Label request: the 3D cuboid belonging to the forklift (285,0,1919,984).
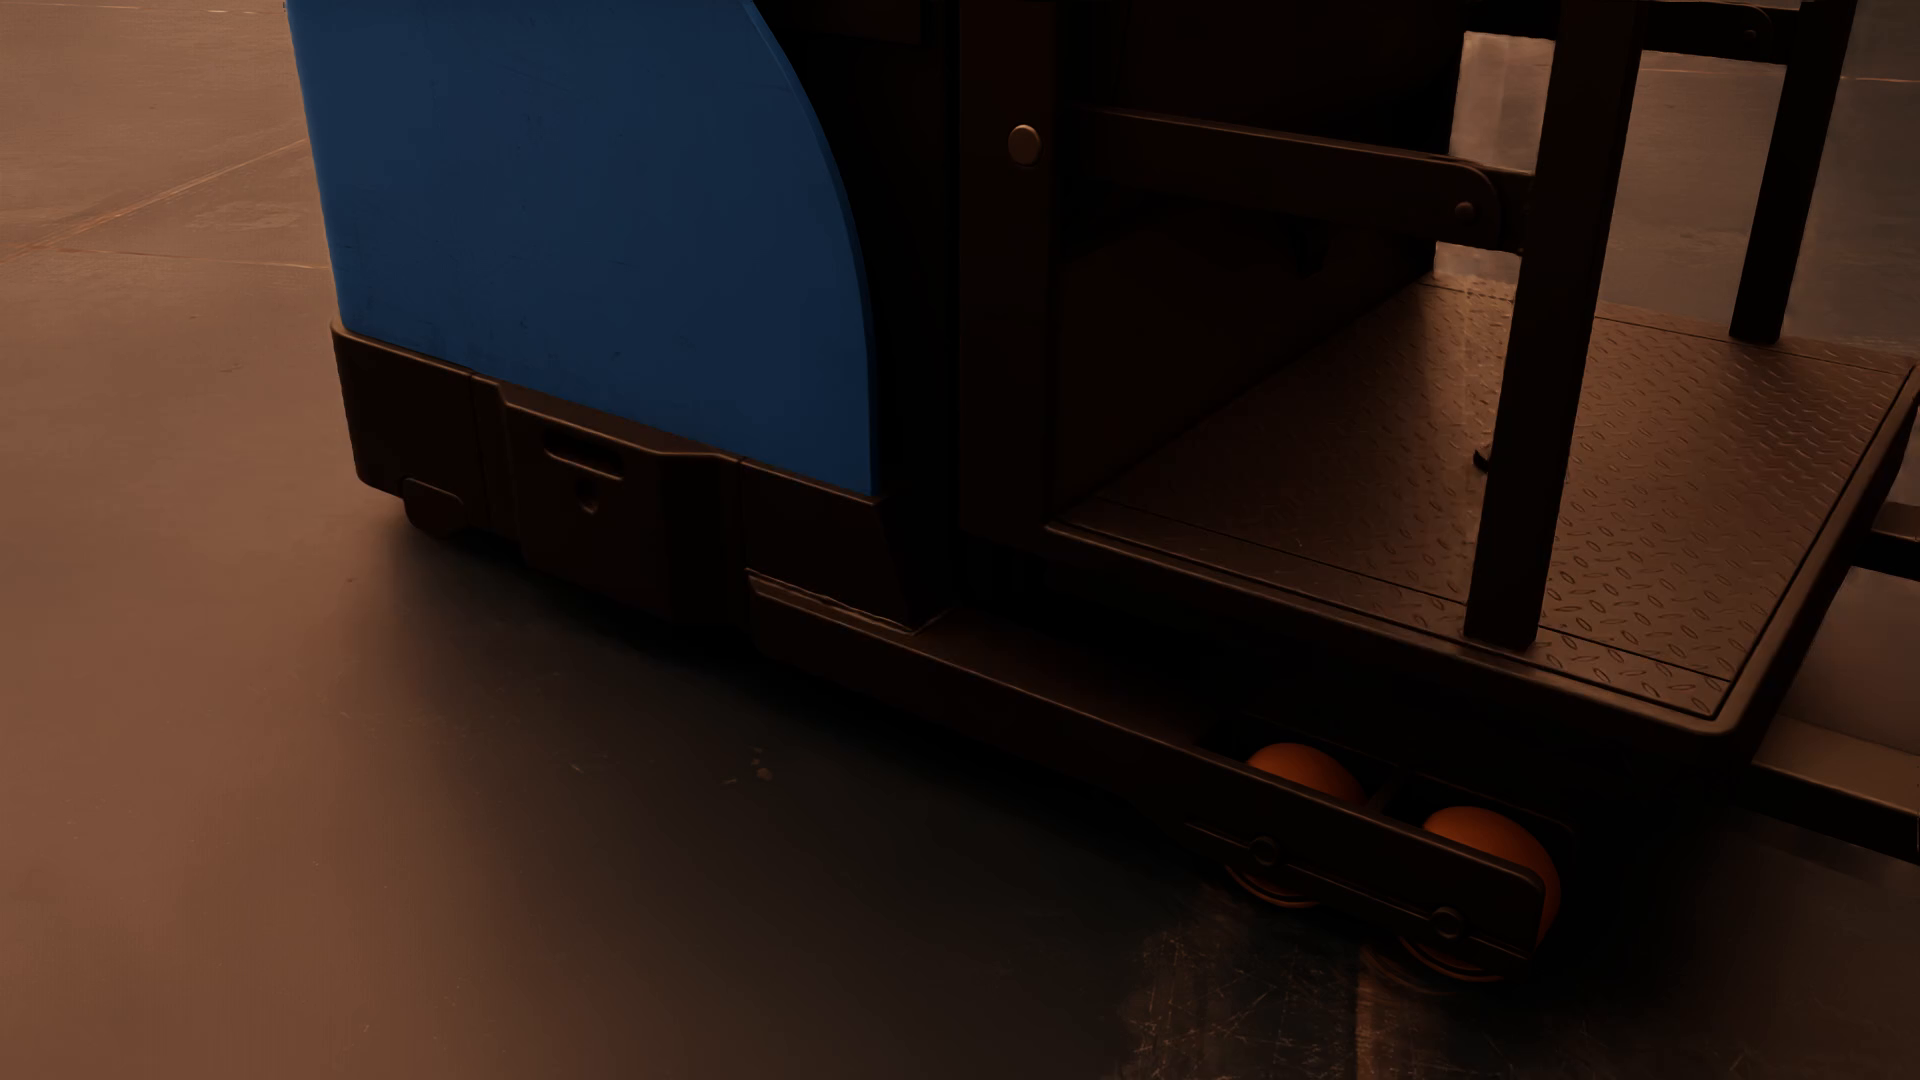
[{"bbox_3d":[0.565,-1.147,1.520,3.031,2.935,1.130,18,32,31],"label":"forklift"}]
